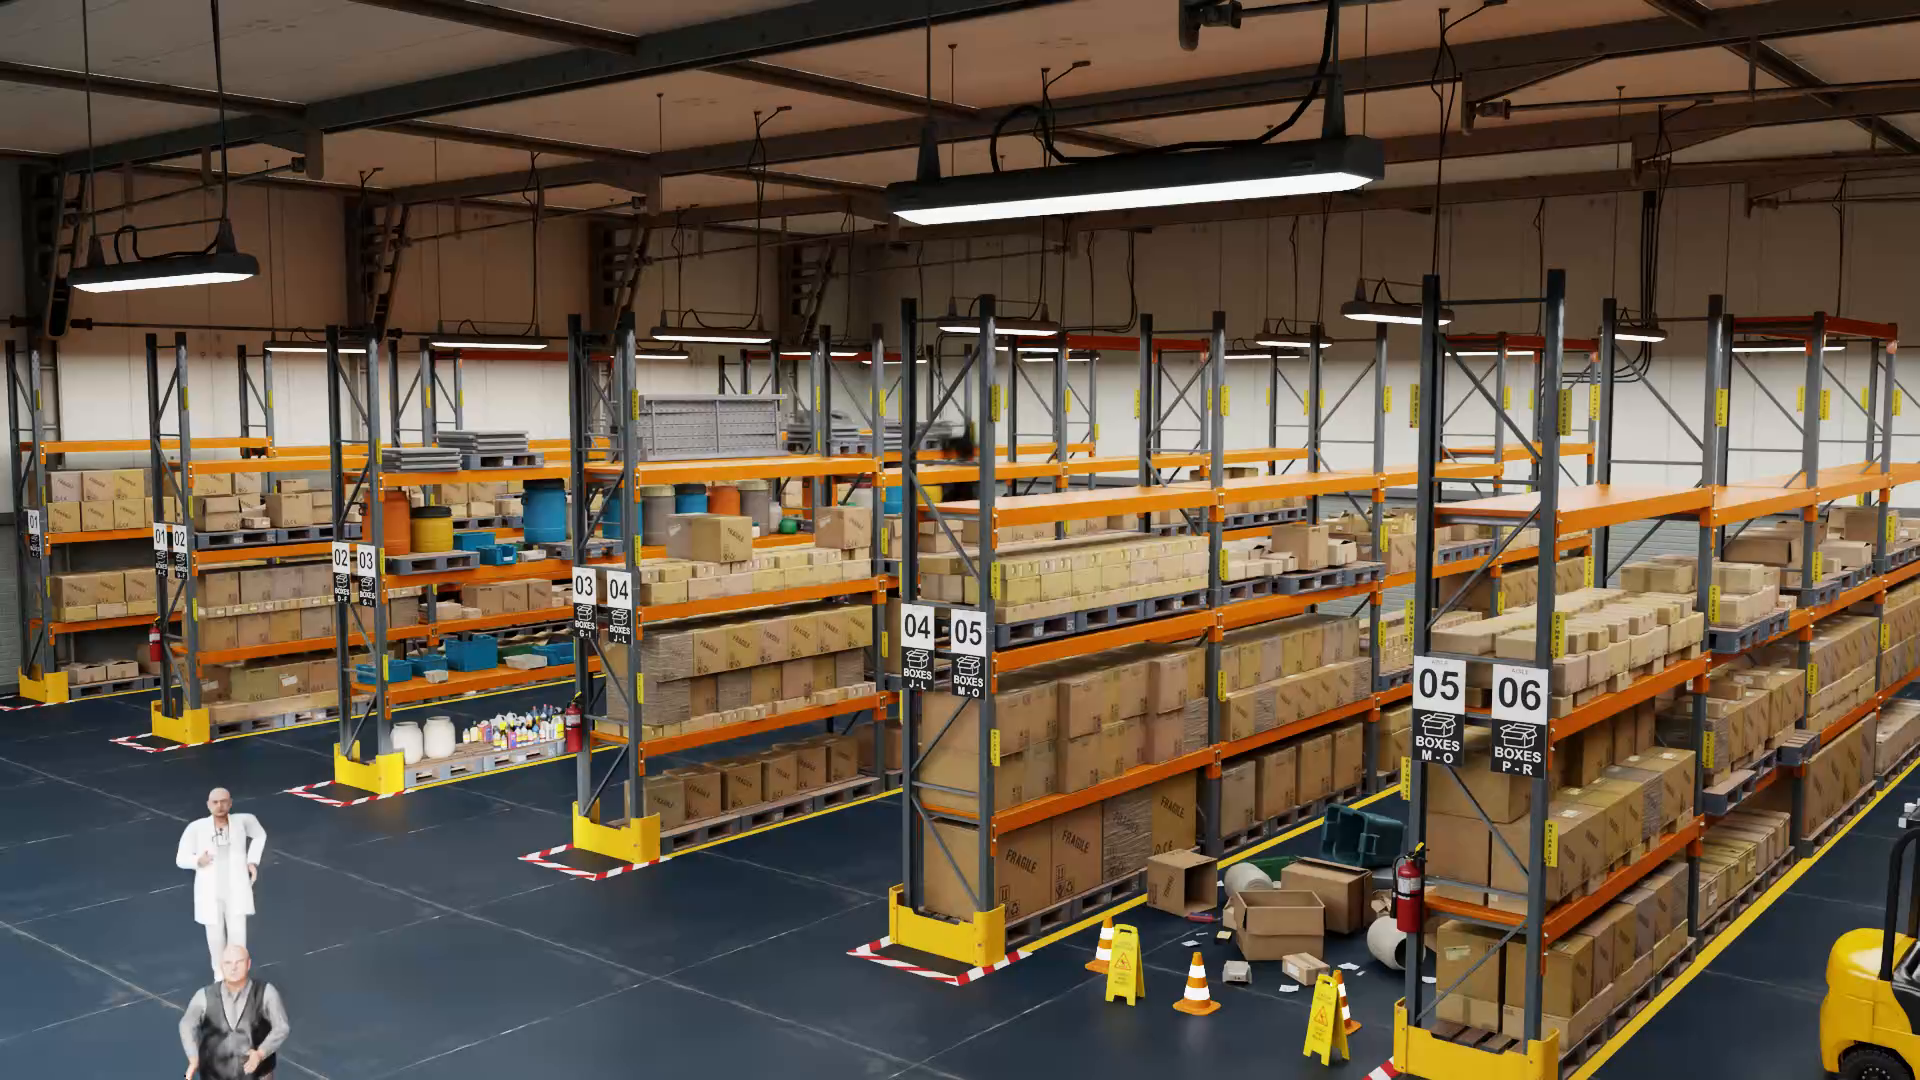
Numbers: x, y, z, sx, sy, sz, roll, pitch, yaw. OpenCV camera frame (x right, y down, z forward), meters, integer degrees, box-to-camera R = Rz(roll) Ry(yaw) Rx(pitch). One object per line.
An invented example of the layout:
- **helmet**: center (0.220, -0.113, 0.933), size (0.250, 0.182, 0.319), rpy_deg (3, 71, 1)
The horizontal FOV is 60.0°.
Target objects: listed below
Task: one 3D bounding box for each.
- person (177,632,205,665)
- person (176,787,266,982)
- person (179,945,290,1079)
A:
- **person**: center (-12.143, 1.882, 26.648), size (0.677, 1.821, 0.737), rpy_deg (4, 6, 35)
- **person**: center (-6.237, 3.009, 14.081), size (0.692, 1.820, 0.843), rpy_deg (-2, 6, -22)
- **person**: center (-4.544, 3.391, 10.437), size (0.650, 1.682, 0.566), rpy_deg (-2, 6, -22)
